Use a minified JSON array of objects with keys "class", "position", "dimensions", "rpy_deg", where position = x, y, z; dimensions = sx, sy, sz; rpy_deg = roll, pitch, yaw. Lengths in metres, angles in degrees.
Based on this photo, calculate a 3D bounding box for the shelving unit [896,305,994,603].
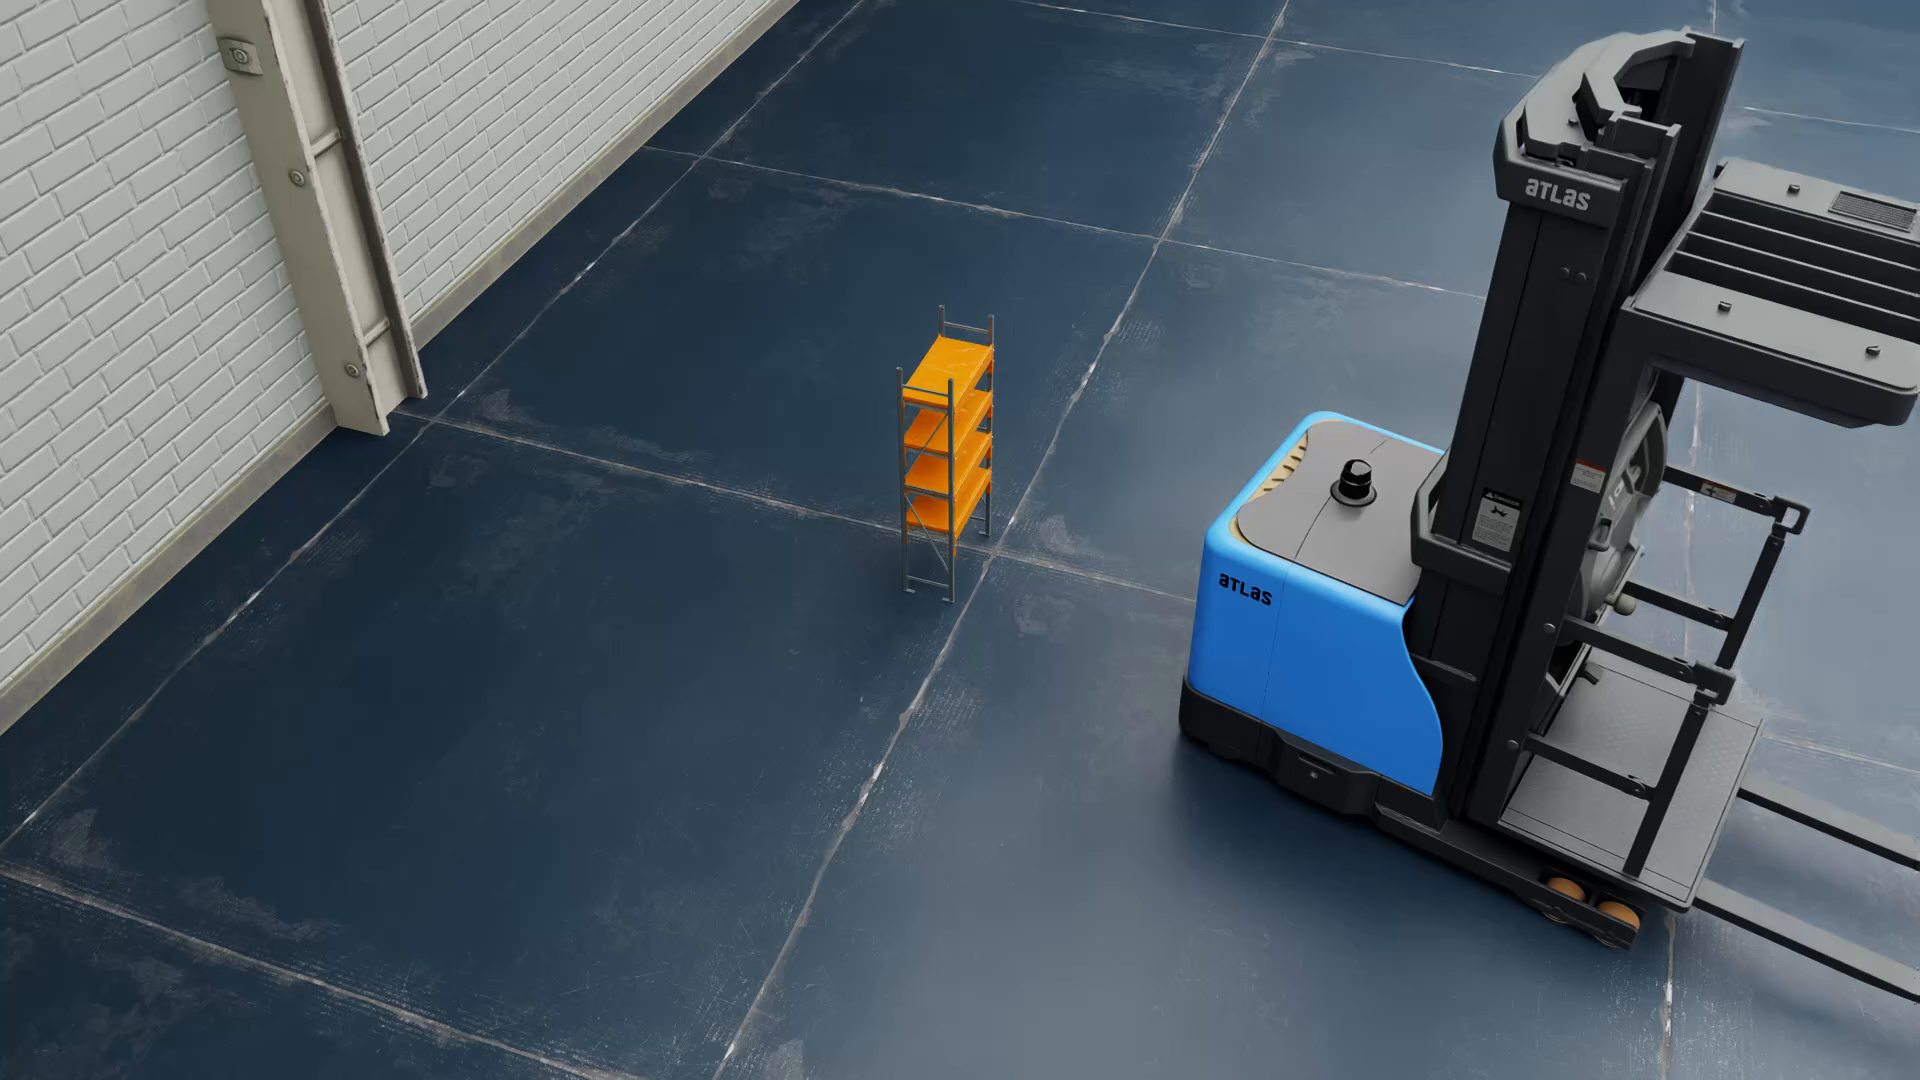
[{"class":"shelving unit","position":[-0.057,-0.355,7.196],"dimensions":[0.258,1.200,0.503],"rpy_deg":[13,42,15]}]

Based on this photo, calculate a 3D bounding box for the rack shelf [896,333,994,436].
[{"class":"rack shelf","position":[-0.057,-0.654,6.941],"dimensions":[0.258,0.148,0.480],"rpy_deg":[13,42,15]}]

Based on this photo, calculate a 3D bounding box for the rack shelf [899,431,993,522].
[{"class":"rack shelf","position":[-0.057,-0.304,7.239],"dimensions":[0.258,0.148,0.480],"rpy_deg":[13,42,15]}]

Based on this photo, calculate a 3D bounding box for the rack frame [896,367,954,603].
[{"class":"rack frame","position":[-0.140,-0.207,7.021],"dimensions":[0.240,1.200,0.015],"rpy_deg":[13,42,15]}]

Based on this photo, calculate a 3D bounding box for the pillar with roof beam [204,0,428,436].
[{"class":"pillar with roof beam","position":[1.088,-3.141,4.452],"dimensions":[9.100,9.000,0.400],"rpy_deg":[13,42,15]}]

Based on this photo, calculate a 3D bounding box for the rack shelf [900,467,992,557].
[{"class":"rack shelf","position":[-0.057,-0.153,7.368],"dimensions":[0.258,0.148,0.480],"rpy_deg":[13,42,15]}]

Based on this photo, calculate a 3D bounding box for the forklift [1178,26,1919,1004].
[{"class":"forklift","position":[2.394,-0.047,5.500],"dimensions":[3.031,2.935,1.130],"rpy_deg":[24,46,25]}]

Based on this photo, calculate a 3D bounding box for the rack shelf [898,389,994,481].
[{"class":"rack shelf","position":[-0.057,-0.474,7.094],"dimensions":[0.258,0.148,0.480],"rpy_deg":[13,42,15]}]

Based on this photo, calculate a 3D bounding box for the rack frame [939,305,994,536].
[{"class":"rack frame","position":[0.027,-0.504,7.370],"dimensions":[0.240,1.200,0.015],"rpy_deg":[13,42,15]}]
